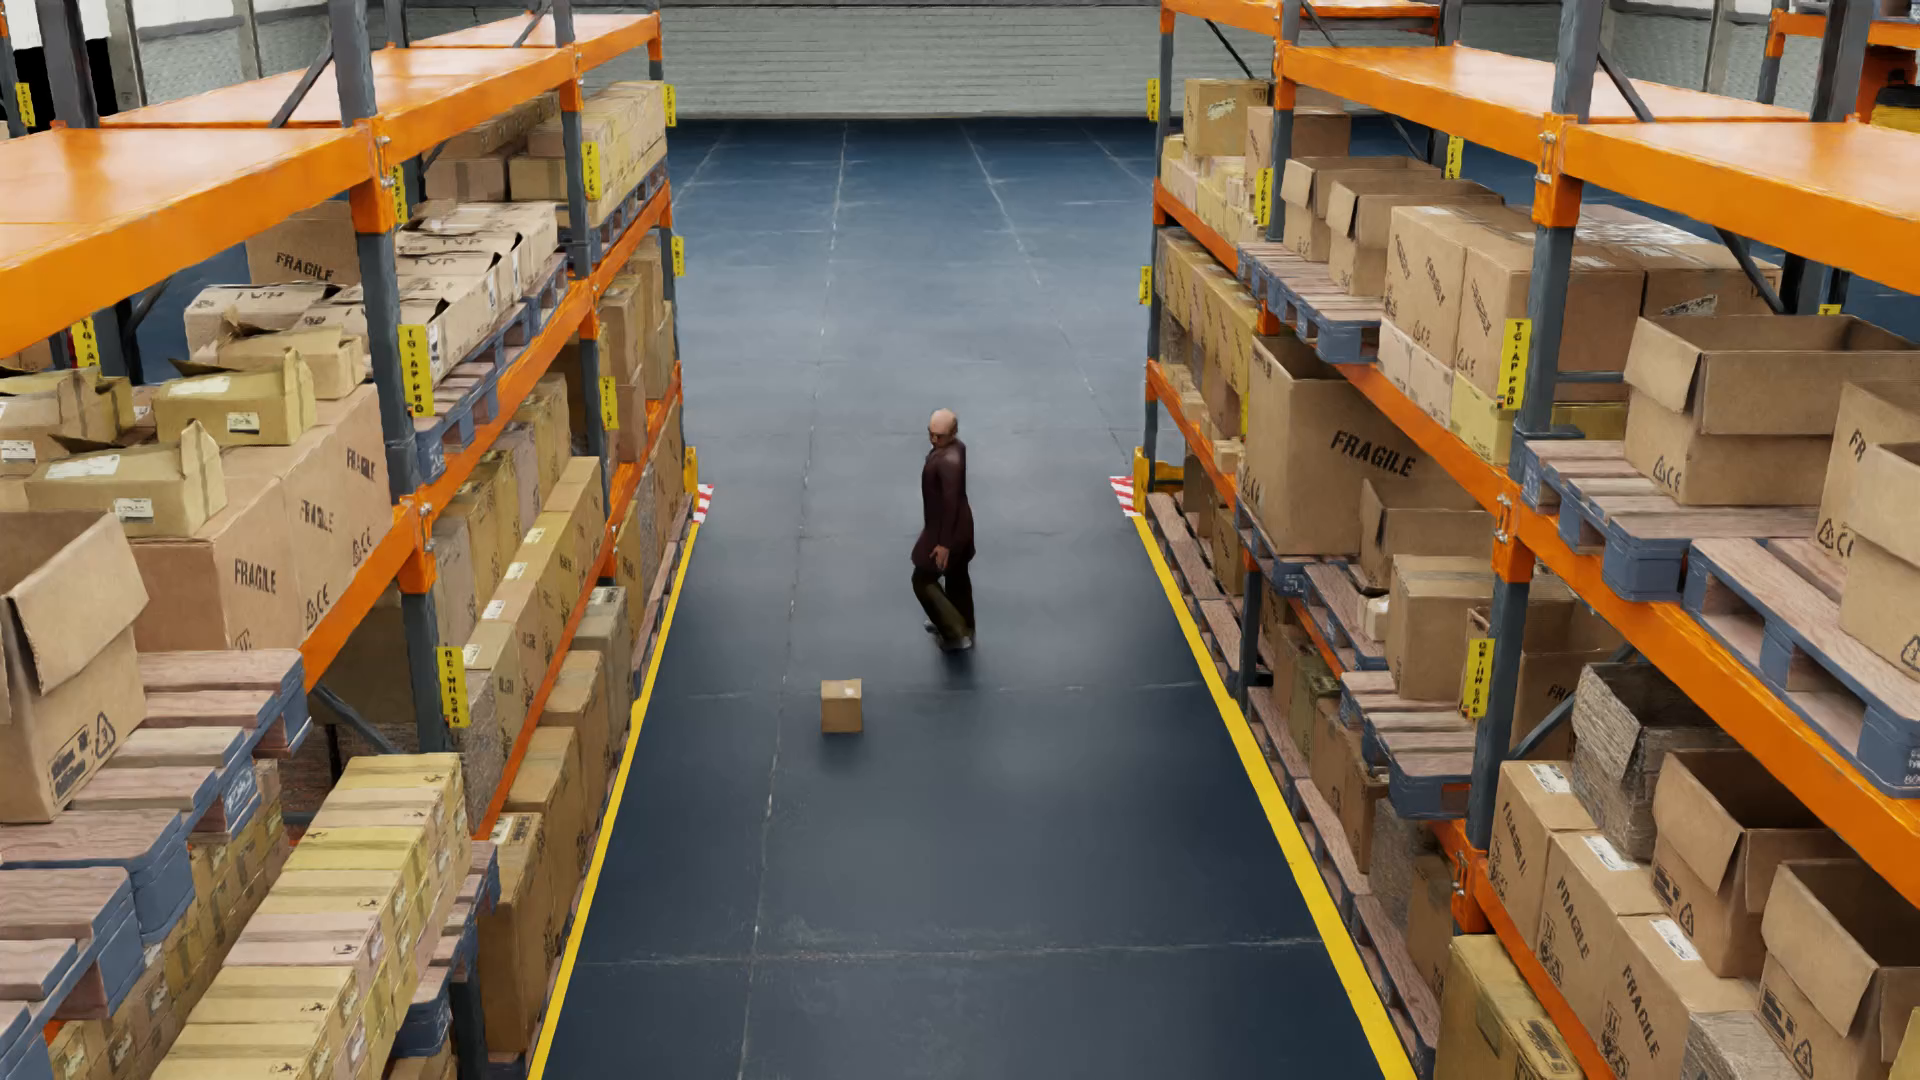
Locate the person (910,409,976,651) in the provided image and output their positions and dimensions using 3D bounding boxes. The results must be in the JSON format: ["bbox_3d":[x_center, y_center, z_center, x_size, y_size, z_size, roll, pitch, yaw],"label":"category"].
[{"bbox_3d":[-0.088,-0.070,11.289,0.464,1.748,0.666,5,21,13],"label":"person"}]
